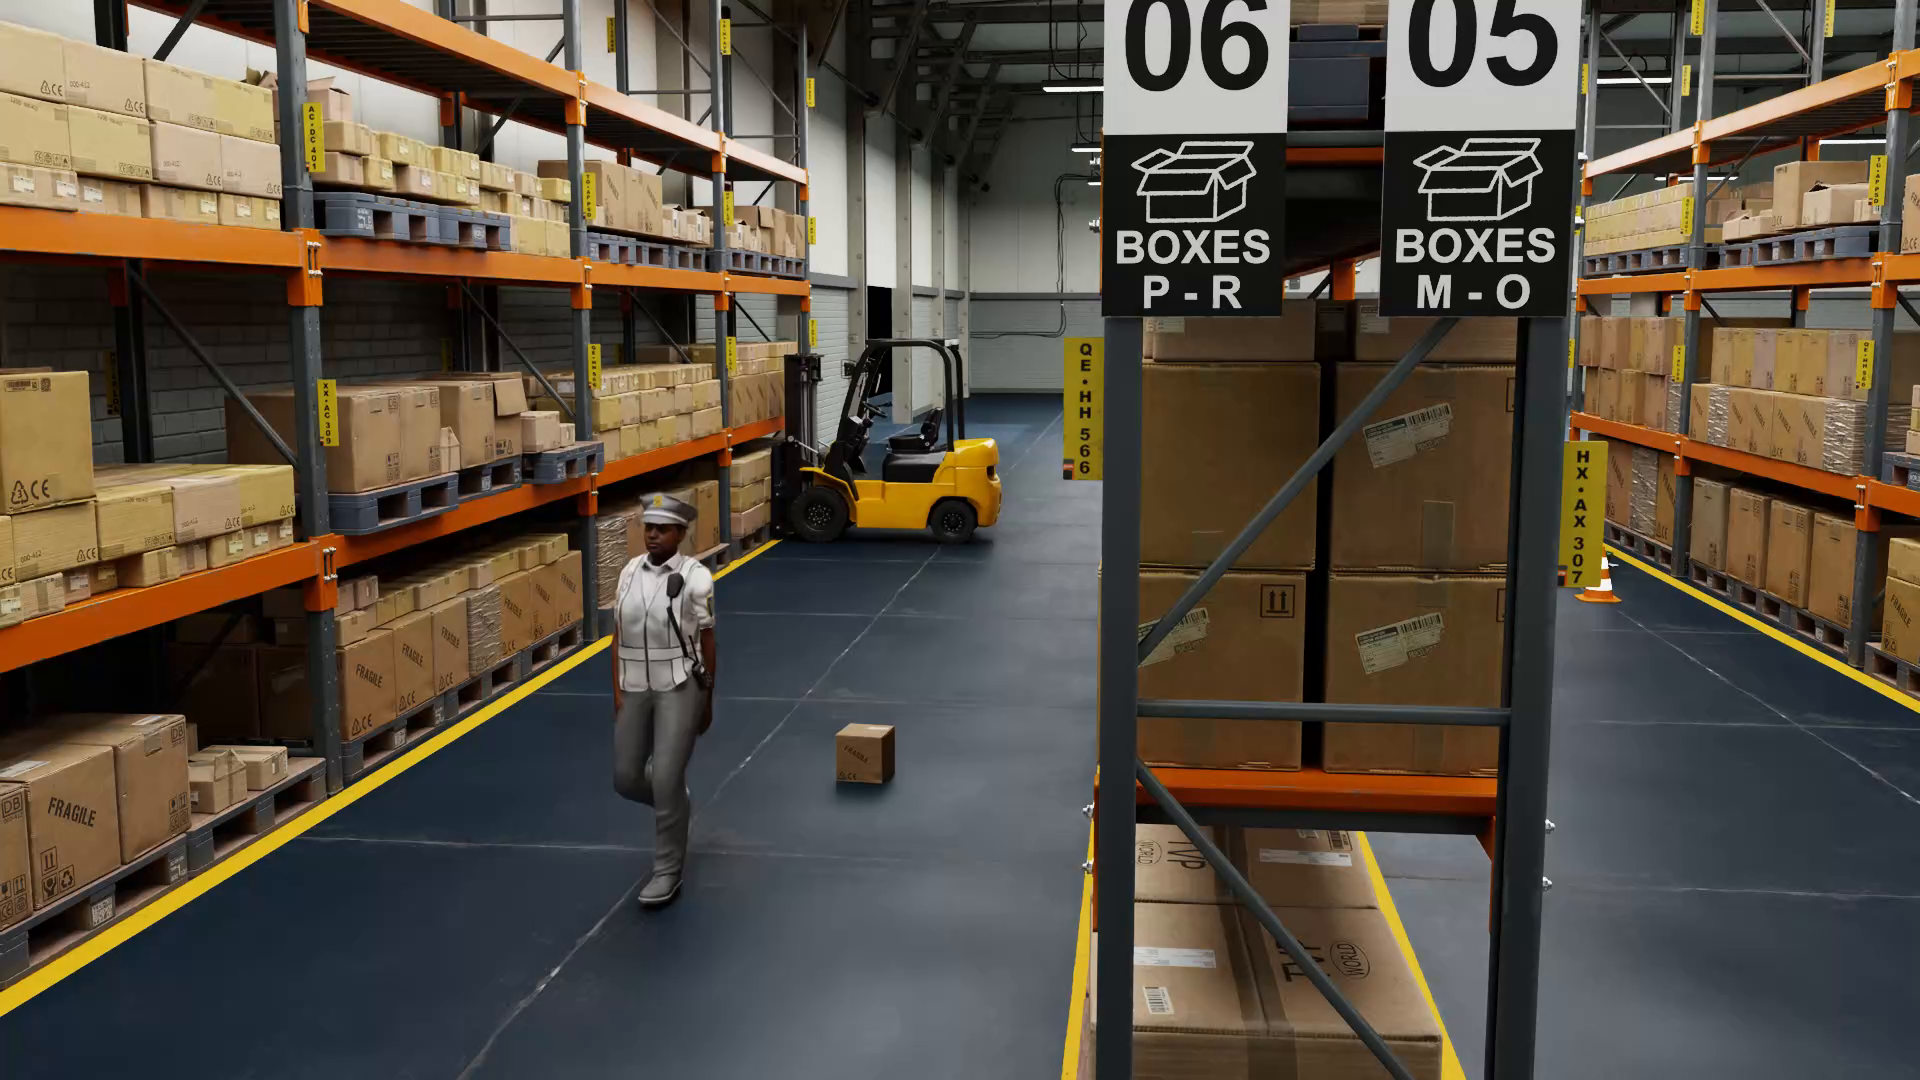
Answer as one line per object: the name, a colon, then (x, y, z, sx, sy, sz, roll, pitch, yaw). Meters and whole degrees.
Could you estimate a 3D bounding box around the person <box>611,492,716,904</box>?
person: (-1.234, 0.621, 7.011, 0.444, 1.669, 0.701, 2, 8, 17)
